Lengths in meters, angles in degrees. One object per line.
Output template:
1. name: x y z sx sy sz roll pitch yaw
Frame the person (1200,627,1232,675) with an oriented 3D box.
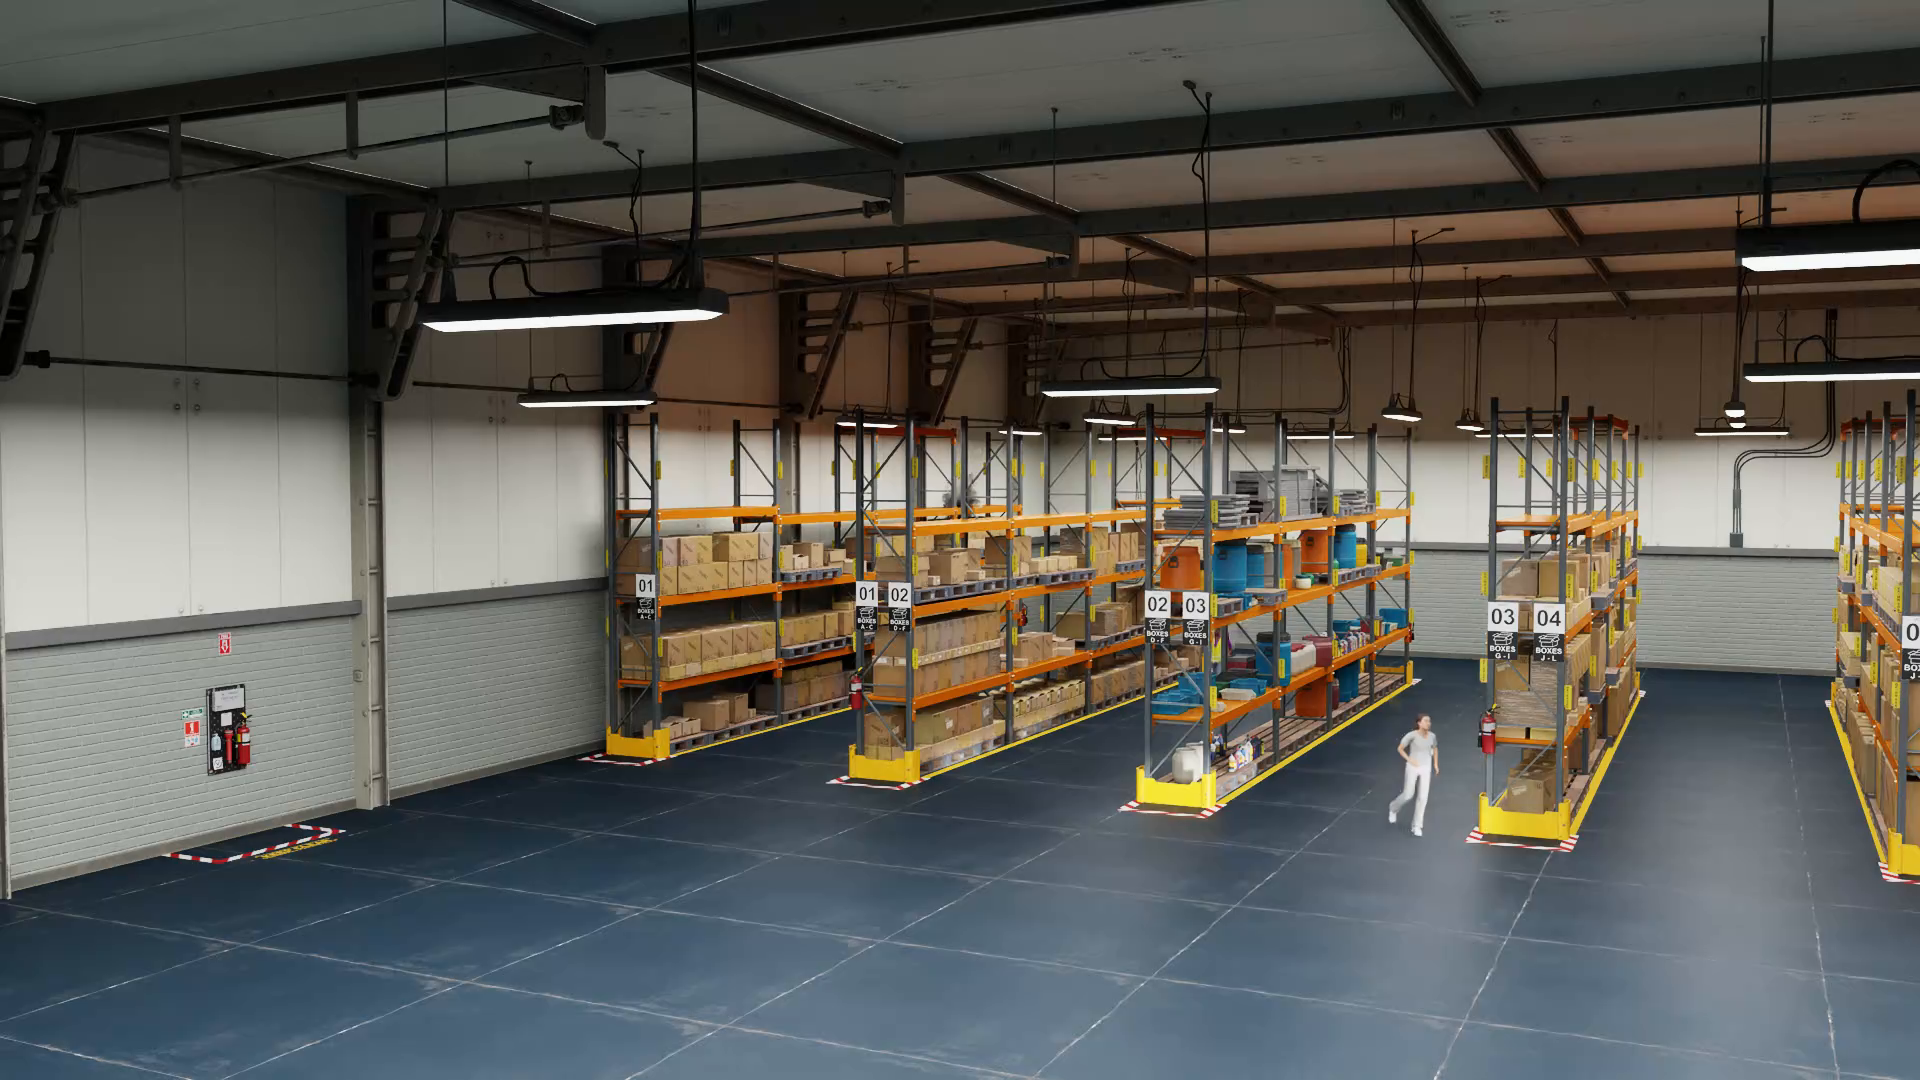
1. person: 5.552 2.640 36.006 0.685 1.712 0.623 1 2 15

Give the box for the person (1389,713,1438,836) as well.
1. person: 6.369 3.204 23.013 0.627 1.626 0.920 0 2 -8
